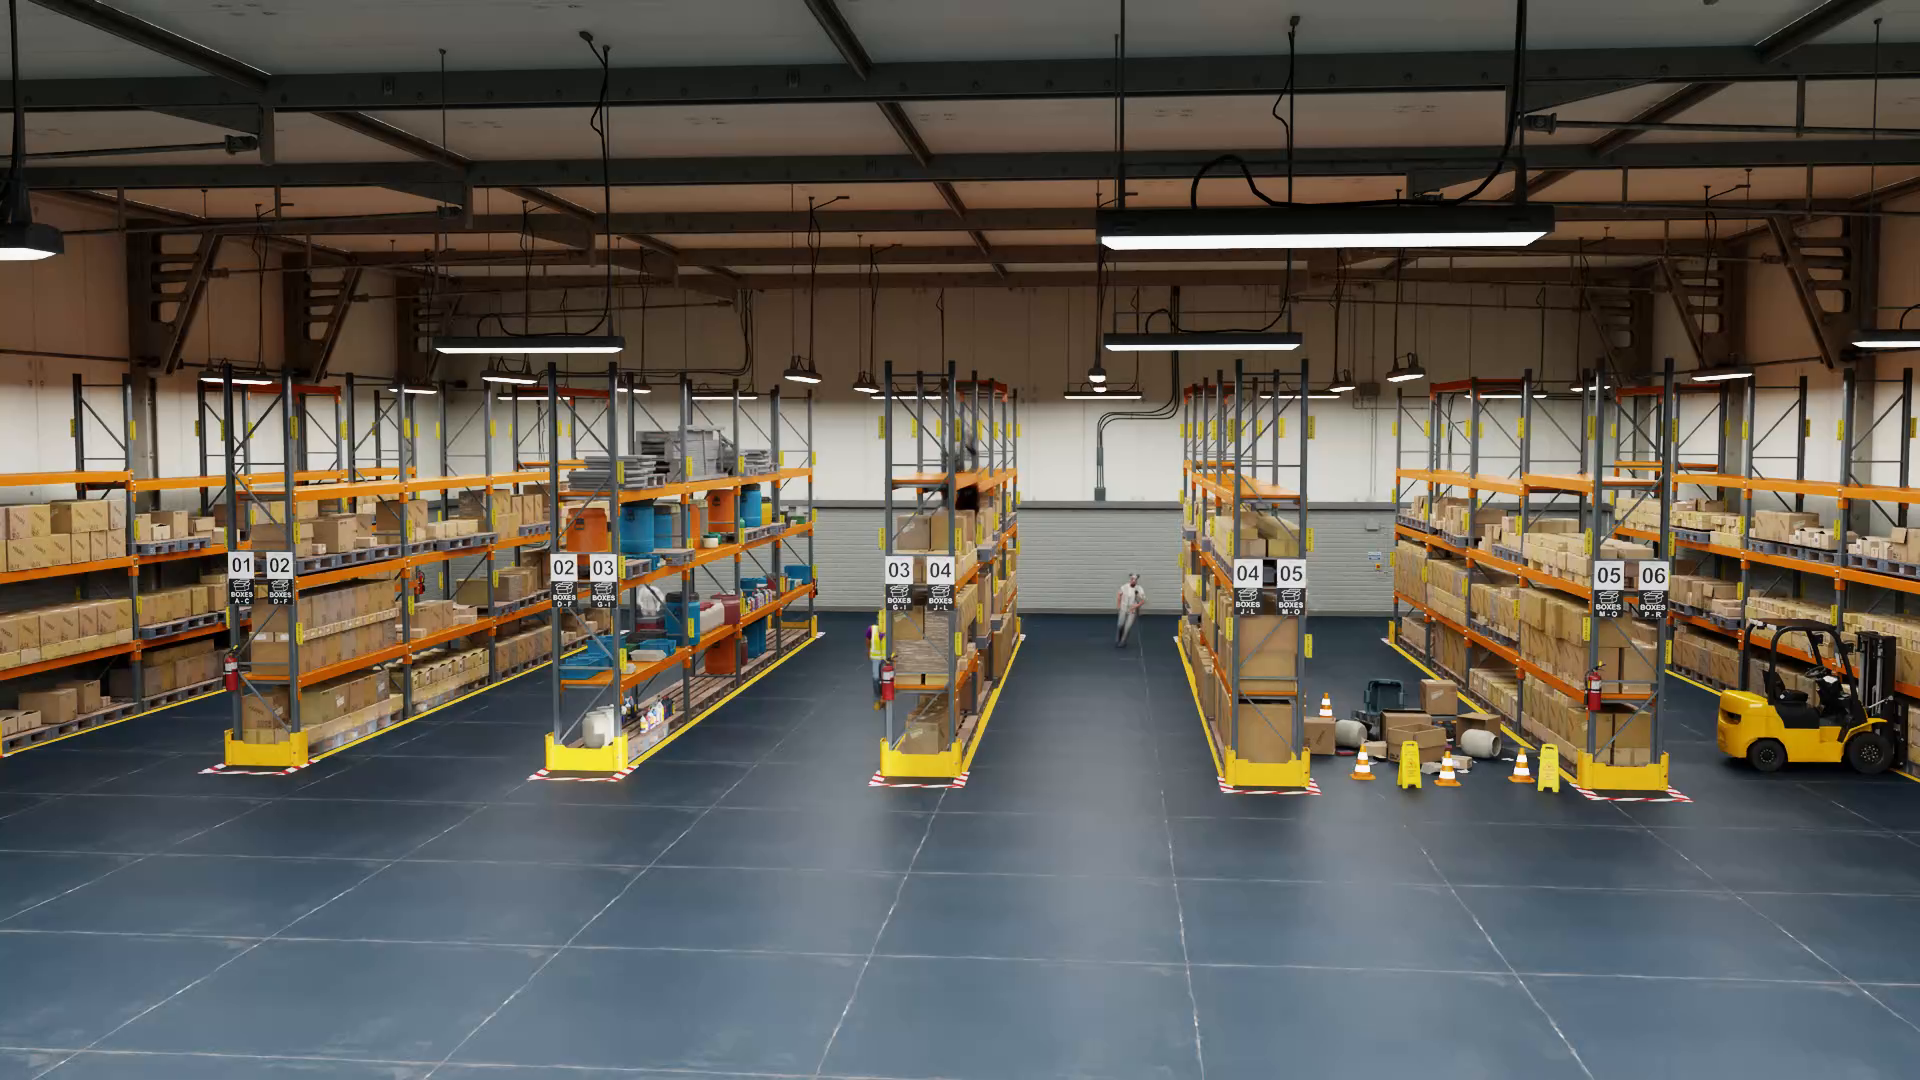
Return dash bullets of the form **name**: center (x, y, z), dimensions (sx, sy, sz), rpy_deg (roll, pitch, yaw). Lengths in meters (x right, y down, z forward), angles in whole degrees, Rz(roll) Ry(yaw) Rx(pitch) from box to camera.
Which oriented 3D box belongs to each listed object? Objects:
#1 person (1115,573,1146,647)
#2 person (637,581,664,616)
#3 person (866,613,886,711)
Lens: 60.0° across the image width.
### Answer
- **person**: center (3.922, 1.616, 38.450), dimensions (0.735, 1.716, 0.560), rpy_deg (1, 4, 13)
- **person**: center (-7.244, 1.638, 38.713), dimensions (0.645, 1.659, 0.503), rpy_deg (0, 4, 2)
- **person**: center (-1.391, 2.169, 29.943), dimensions (0.606, 1.801, 0.839), rpy_deg (0, 4, -5)
